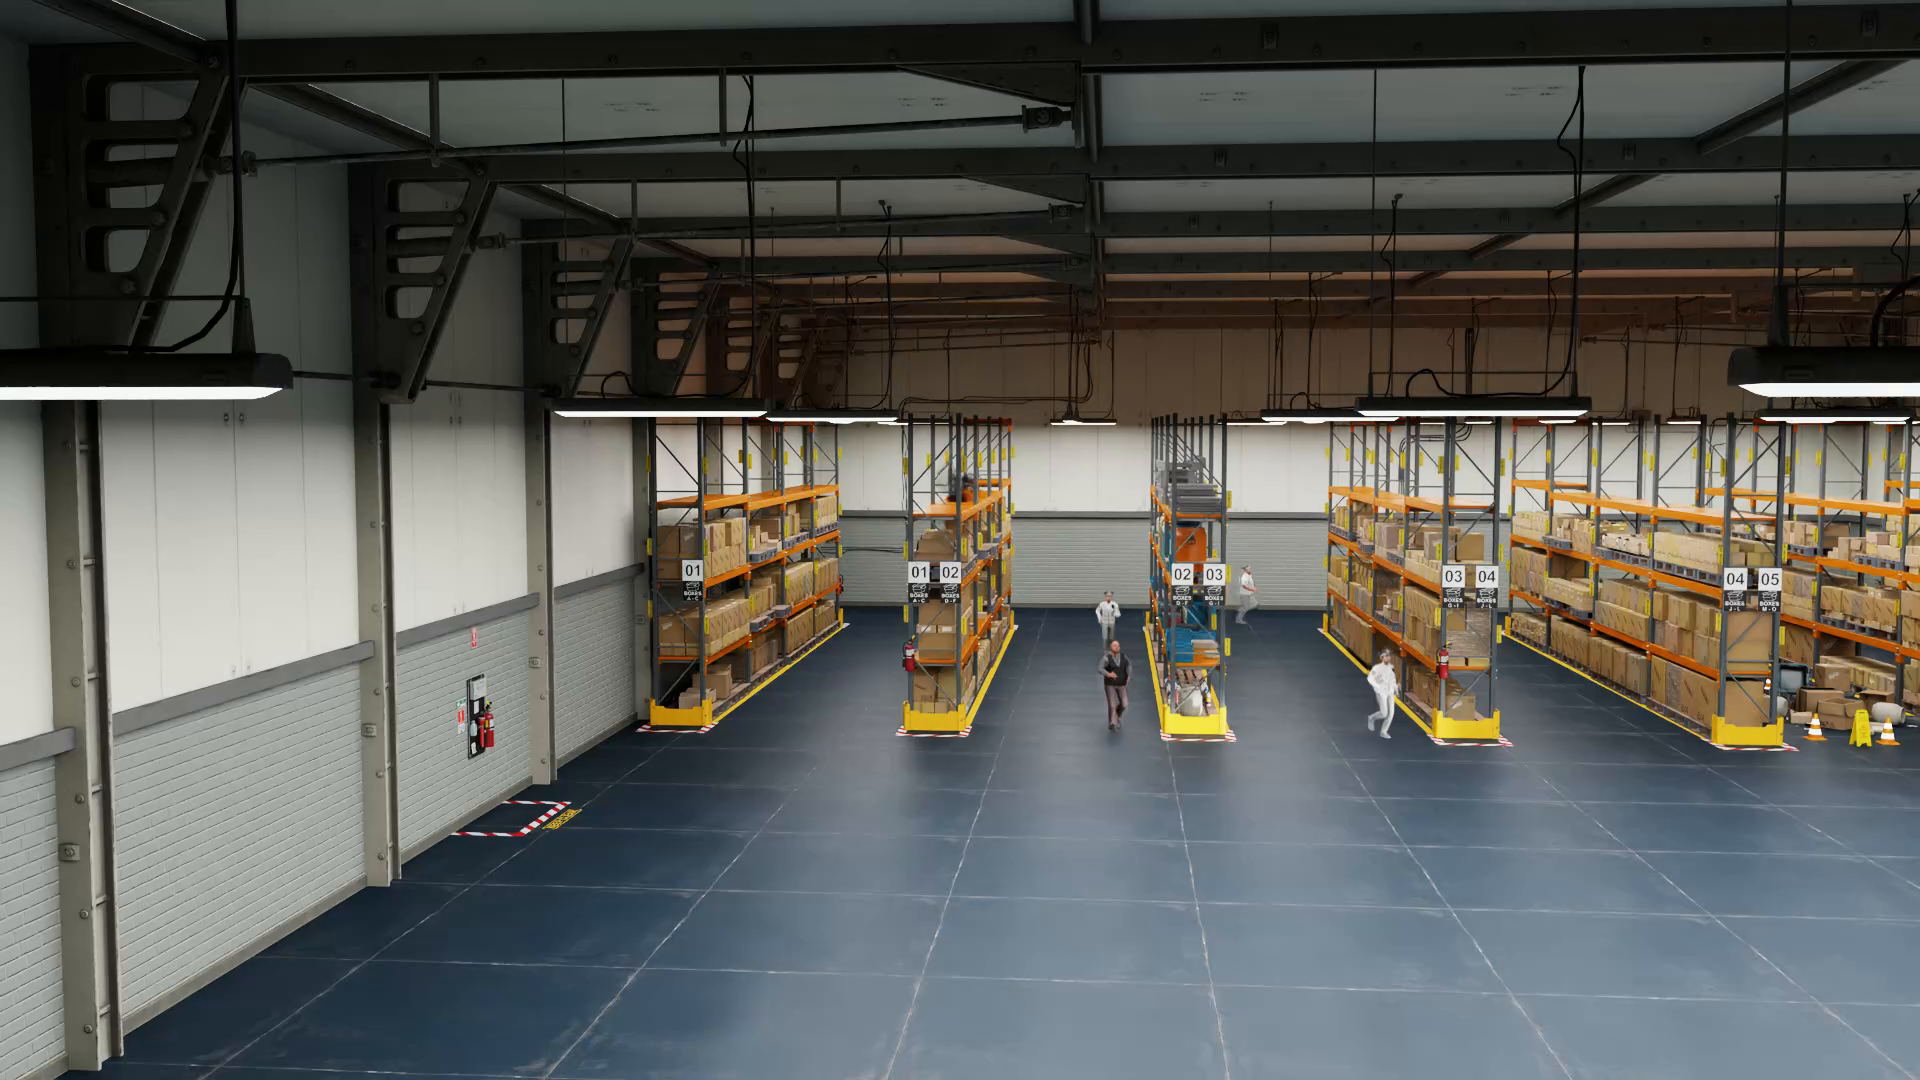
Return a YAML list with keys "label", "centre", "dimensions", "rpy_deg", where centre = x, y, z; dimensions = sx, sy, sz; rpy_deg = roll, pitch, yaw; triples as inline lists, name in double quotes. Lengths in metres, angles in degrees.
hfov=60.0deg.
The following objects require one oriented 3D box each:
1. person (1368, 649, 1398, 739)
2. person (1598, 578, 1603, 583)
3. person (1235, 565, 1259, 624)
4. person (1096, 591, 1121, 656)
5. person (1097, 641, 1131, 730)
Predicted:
- label: "person"
  centre: [7.838, 2.827, 30.784]
  dimensions: [0.657, 1.653, 0.542]
  rpy_deg: [-2, 4, -26]
- label: "person"
  centre: [17.479, 1.867, 45.374]
  dimensions: [0.583, 1.631, 0.606]
  rpy_deg: [0, 4, -6]
- label: "person"
  centre: [8.450, 1.581, 48.775]
  dimensions: [0.692, 1.732, 0.693]
  rpy_deg: [2, 4, 27]
- label: "person"
  centre: [3.665, 2.117, 41.054]
  dimensions: [0.597, 1.742, 0.718]
  rpy_deg: [0, 4, 2]
- label: "person"
  centre: [2.944, 2.753, 31.356]
  dimensions: [0.706, 1.689, 0.541]
  rpy_deg: [-1, 4, -11]
